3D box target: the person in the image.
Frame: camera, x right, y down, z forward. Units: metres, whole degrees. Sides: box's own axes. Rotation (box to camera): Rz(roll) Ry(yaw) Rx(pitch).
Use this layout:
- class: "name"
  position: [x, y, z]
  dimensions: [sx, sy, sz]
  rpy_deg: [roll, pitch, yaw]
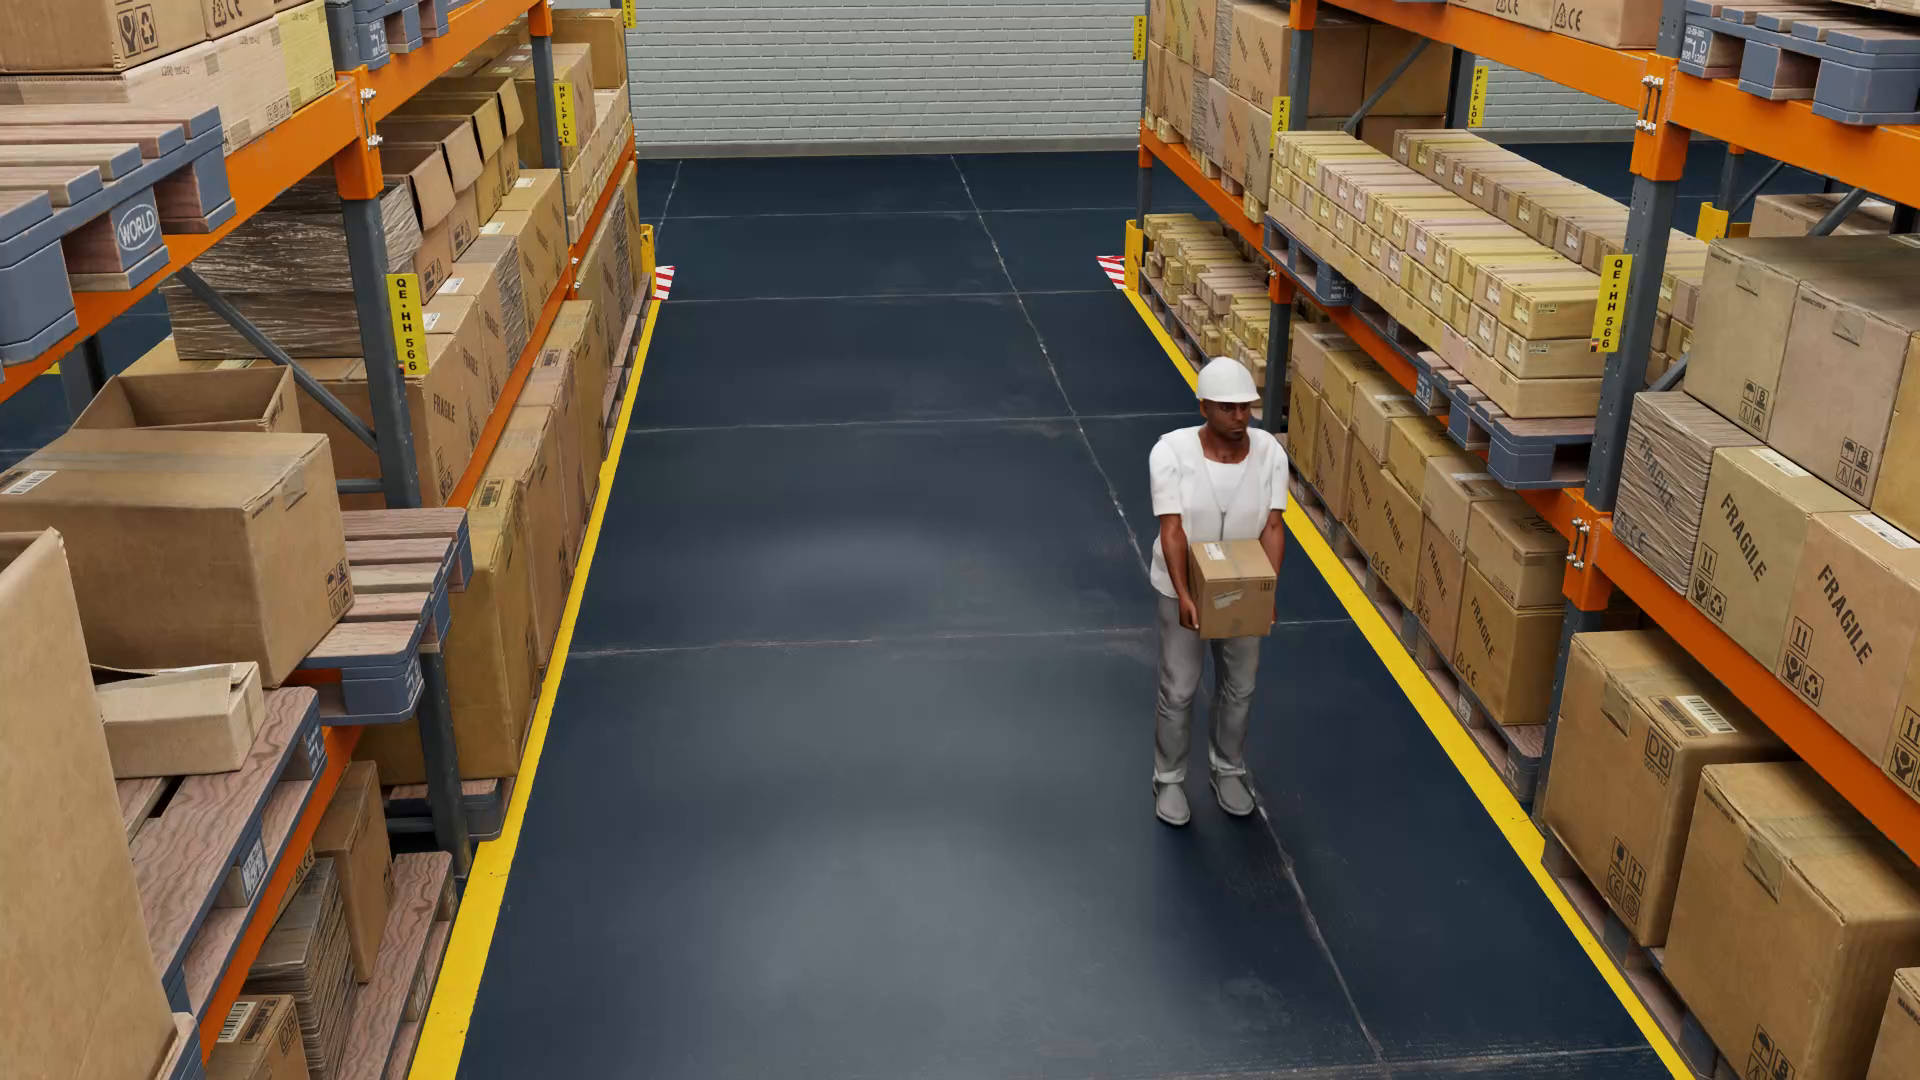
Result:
- class: "person"
  position: [0.944, 0.223, 6.062]
  dimensions: [0.505, 1.763, 0.557]
  rpy_deg: [-2, 24, -5]
